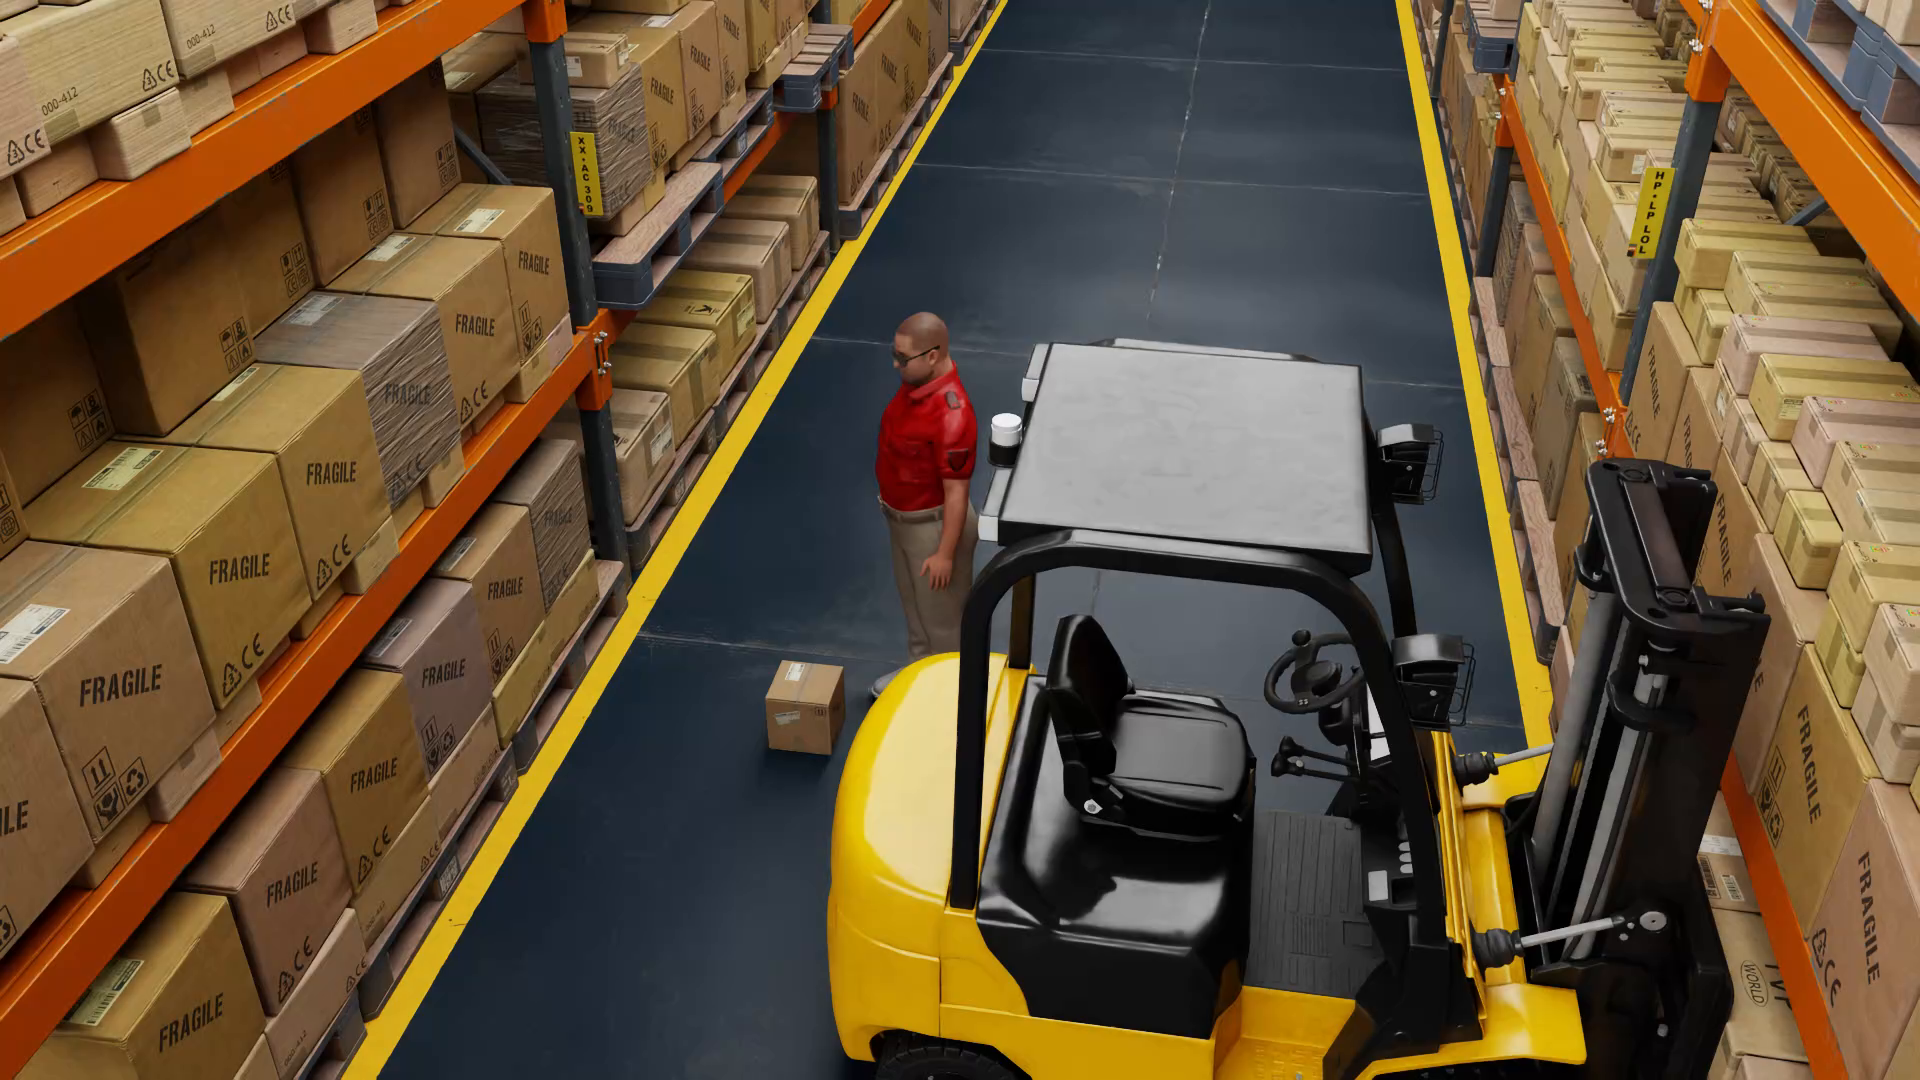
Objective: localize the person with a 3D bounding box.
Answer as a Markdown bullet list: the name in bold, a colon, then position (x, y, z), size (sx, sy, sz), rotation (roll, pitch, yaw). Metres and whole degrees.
- **person**: position (-0.133, -0.048, 6.223), size (0.382, 1.727, 0.534), rotation (-9, 33, -14)
